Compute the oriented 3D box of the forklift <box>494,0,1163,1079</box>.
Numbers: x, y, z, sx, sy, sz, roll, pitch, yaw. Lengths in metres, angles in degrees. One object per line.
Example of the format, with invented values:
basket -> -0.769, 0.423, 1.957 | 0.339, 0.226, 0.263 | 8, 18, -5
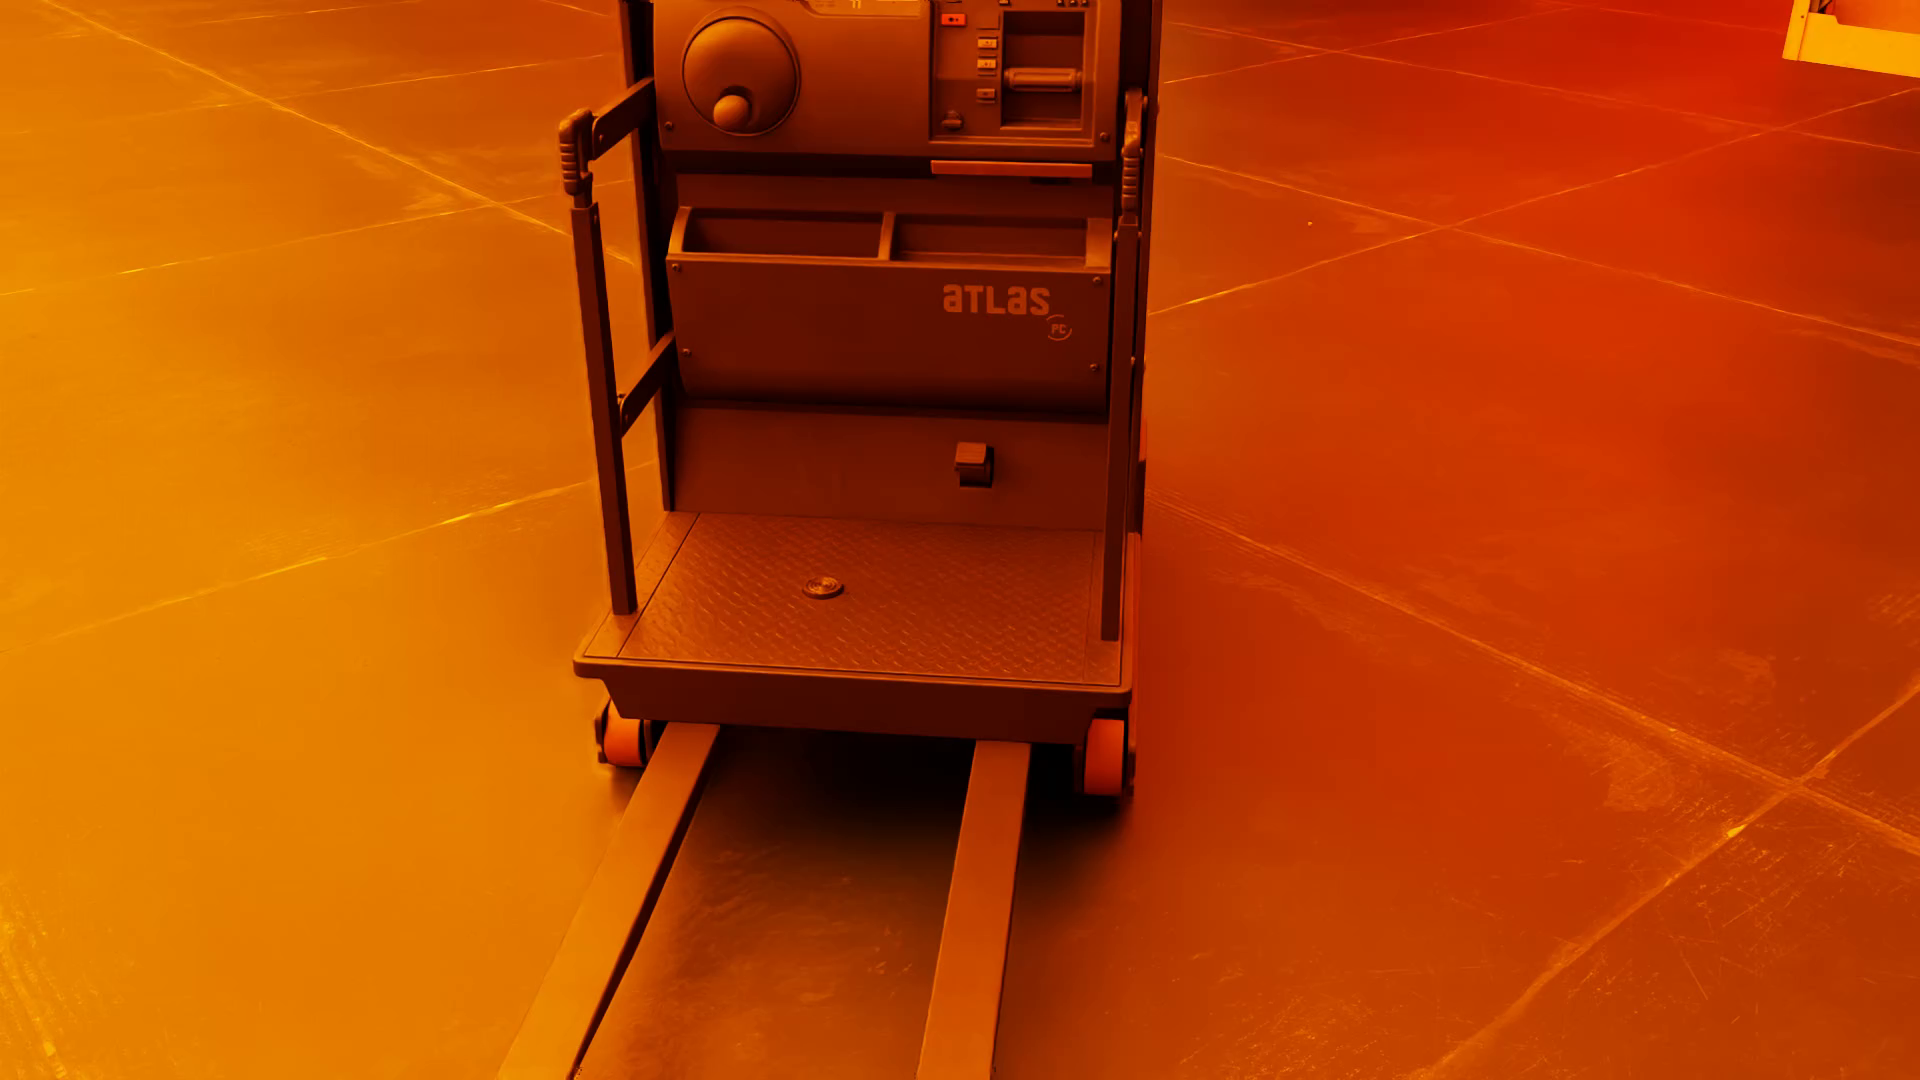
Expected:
forklift -> -0.167, -0.942, 3.102 | 1.130, 2.935, 3.031 | 3, 27, 5
